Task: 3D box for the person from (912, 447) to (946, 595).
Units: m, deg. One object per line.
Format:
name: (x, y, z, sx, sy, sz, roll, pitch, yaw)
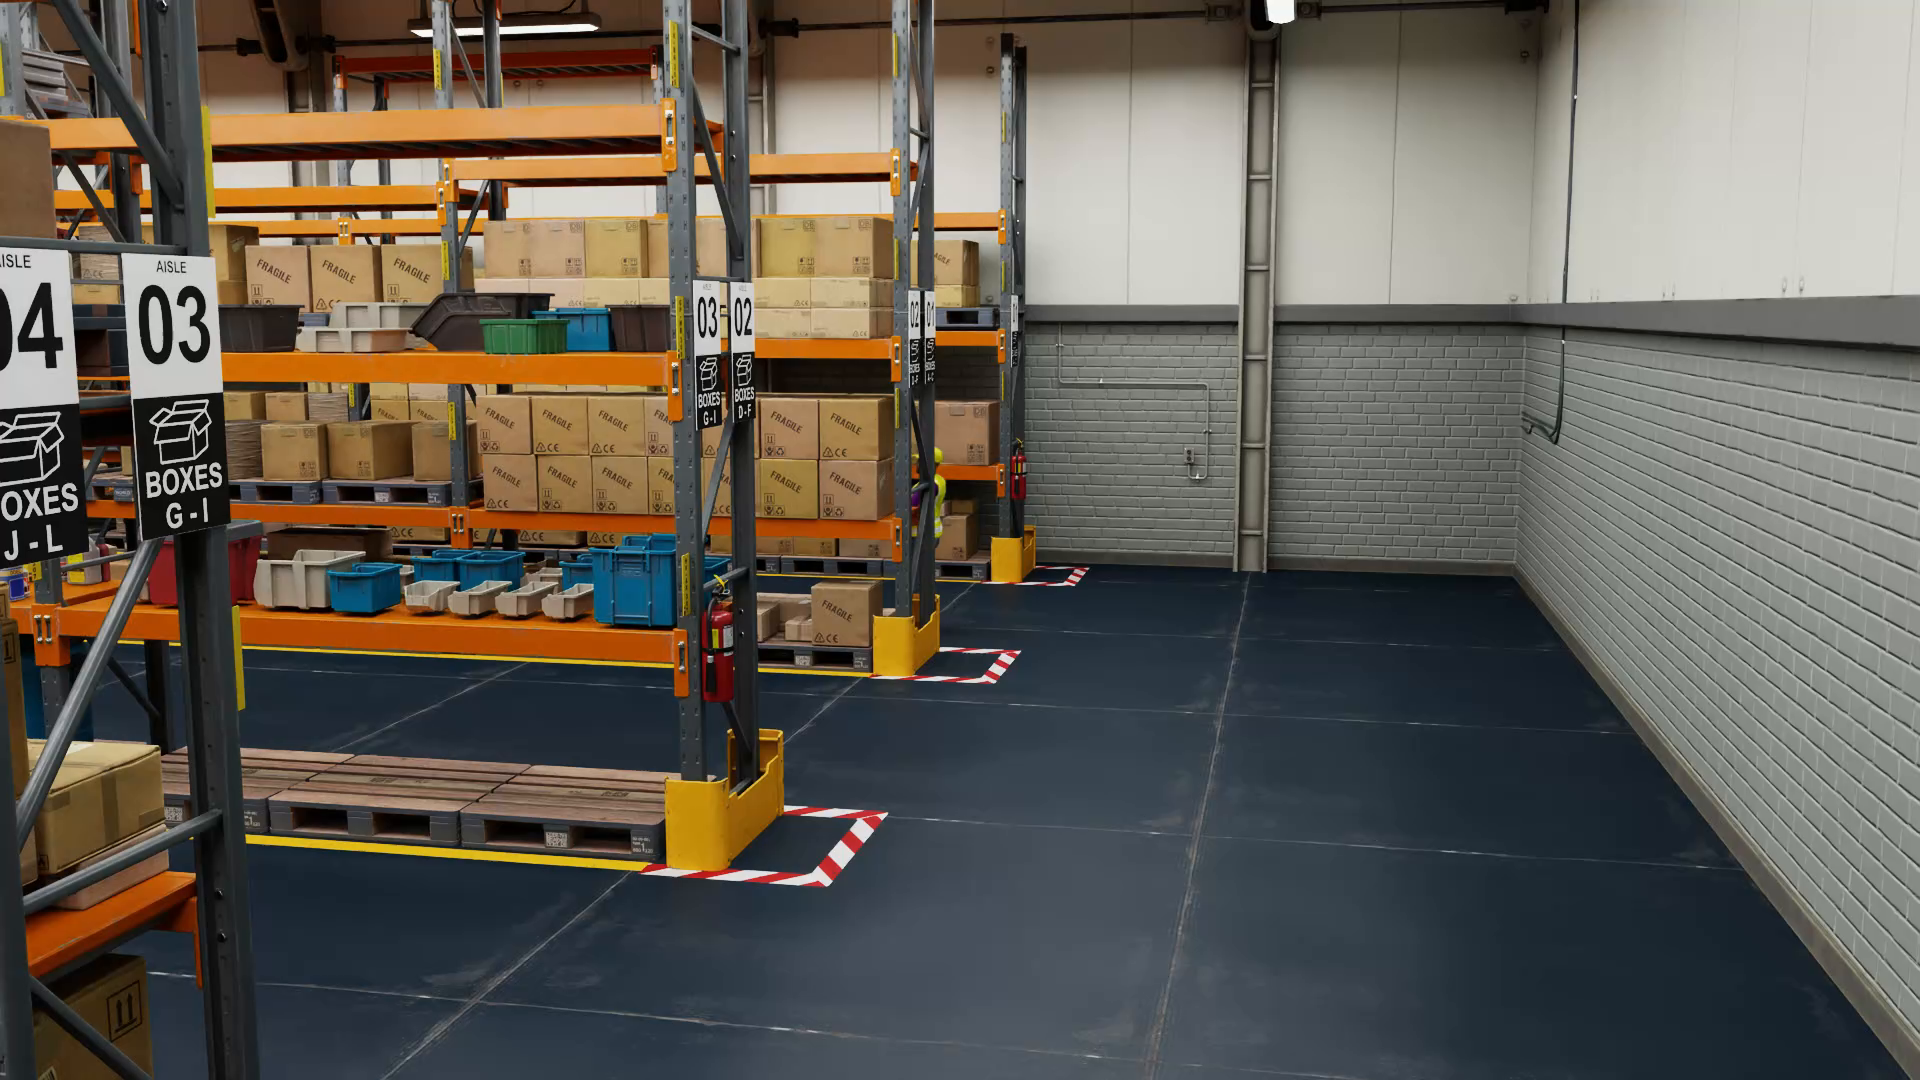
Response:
person: (-0.436, -0.025, 15.926, 0.577, 1.760, 0.503, 1, 8, 7)
